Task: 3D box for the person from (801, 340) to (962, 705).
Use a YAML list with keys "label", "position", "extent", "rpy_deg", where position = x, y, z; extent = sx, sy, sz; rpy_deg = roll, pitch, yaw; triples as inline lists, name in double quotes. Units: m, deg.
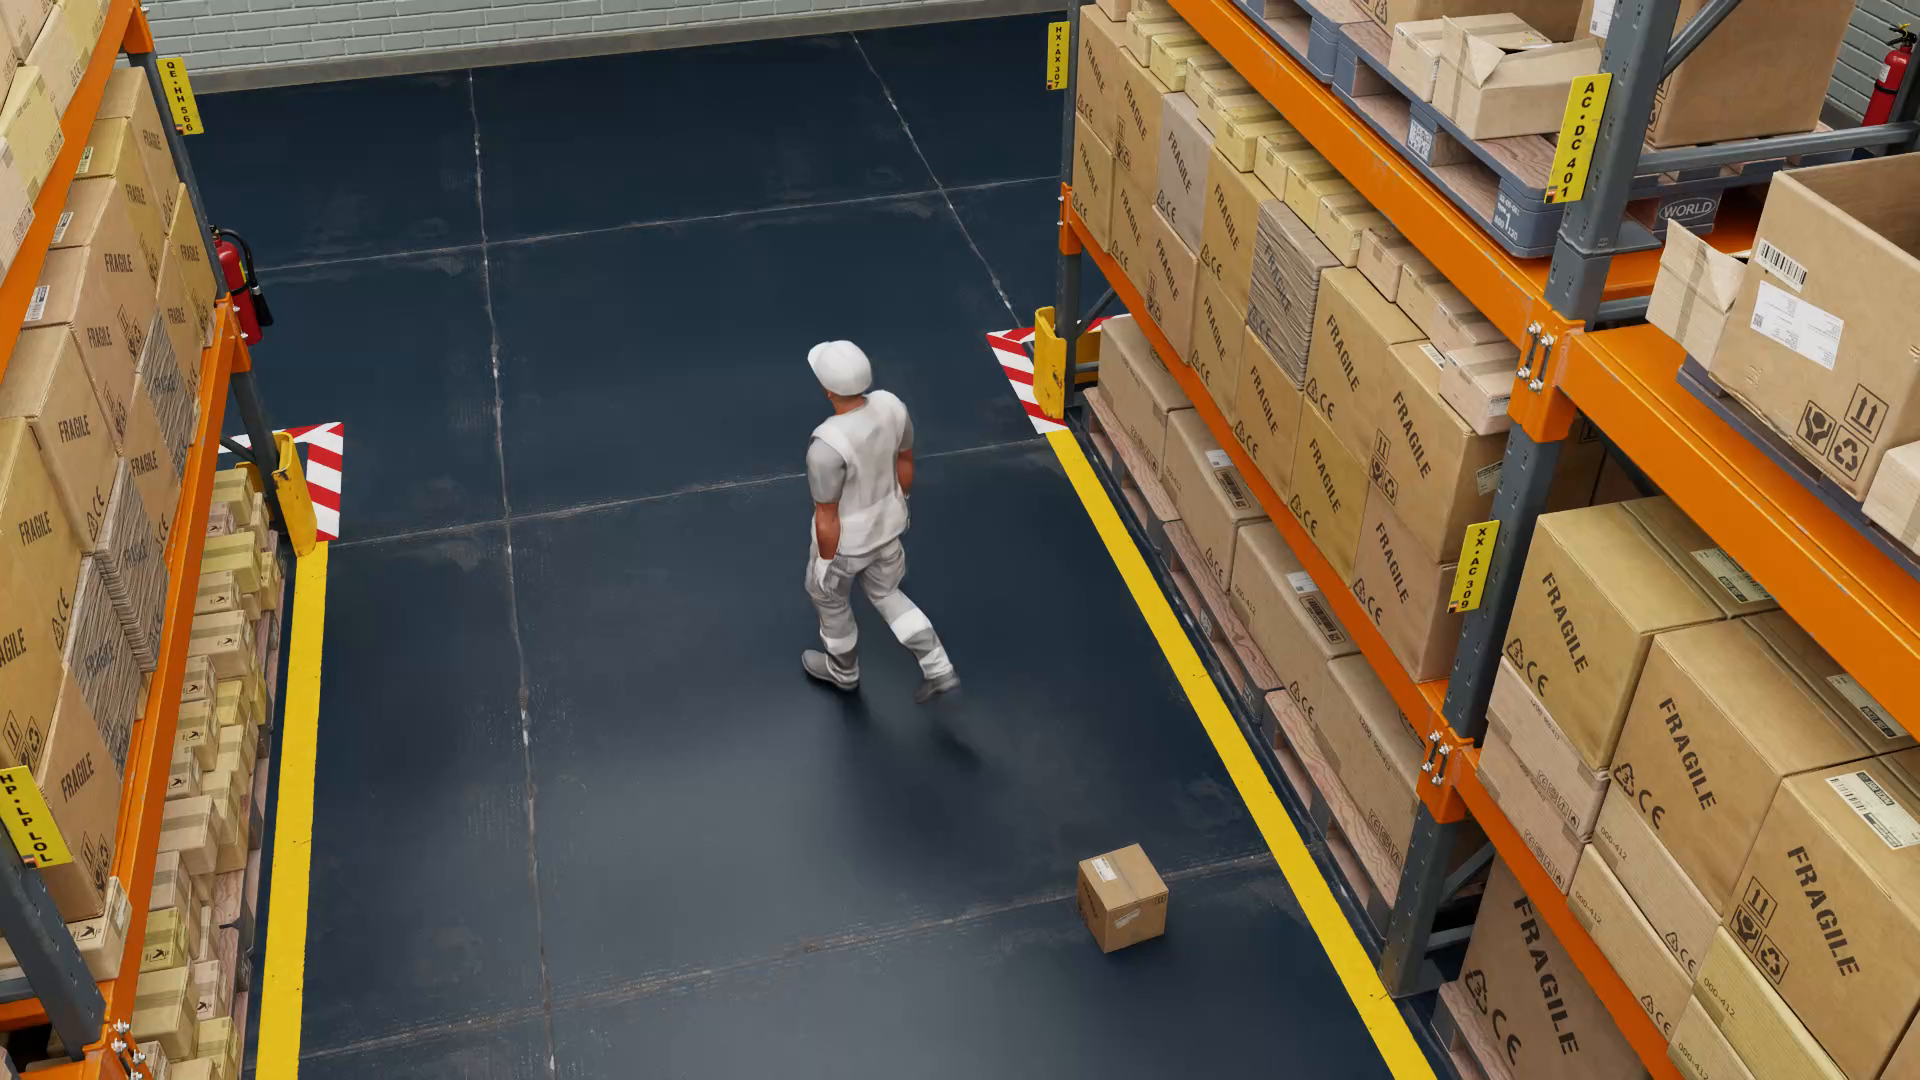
- label: "person"
  position: [-0.349, -0.014, 6.695]
  extent: [0.819, 1.771, 0.558]
  rpy_deg: [30, 47, 33]
